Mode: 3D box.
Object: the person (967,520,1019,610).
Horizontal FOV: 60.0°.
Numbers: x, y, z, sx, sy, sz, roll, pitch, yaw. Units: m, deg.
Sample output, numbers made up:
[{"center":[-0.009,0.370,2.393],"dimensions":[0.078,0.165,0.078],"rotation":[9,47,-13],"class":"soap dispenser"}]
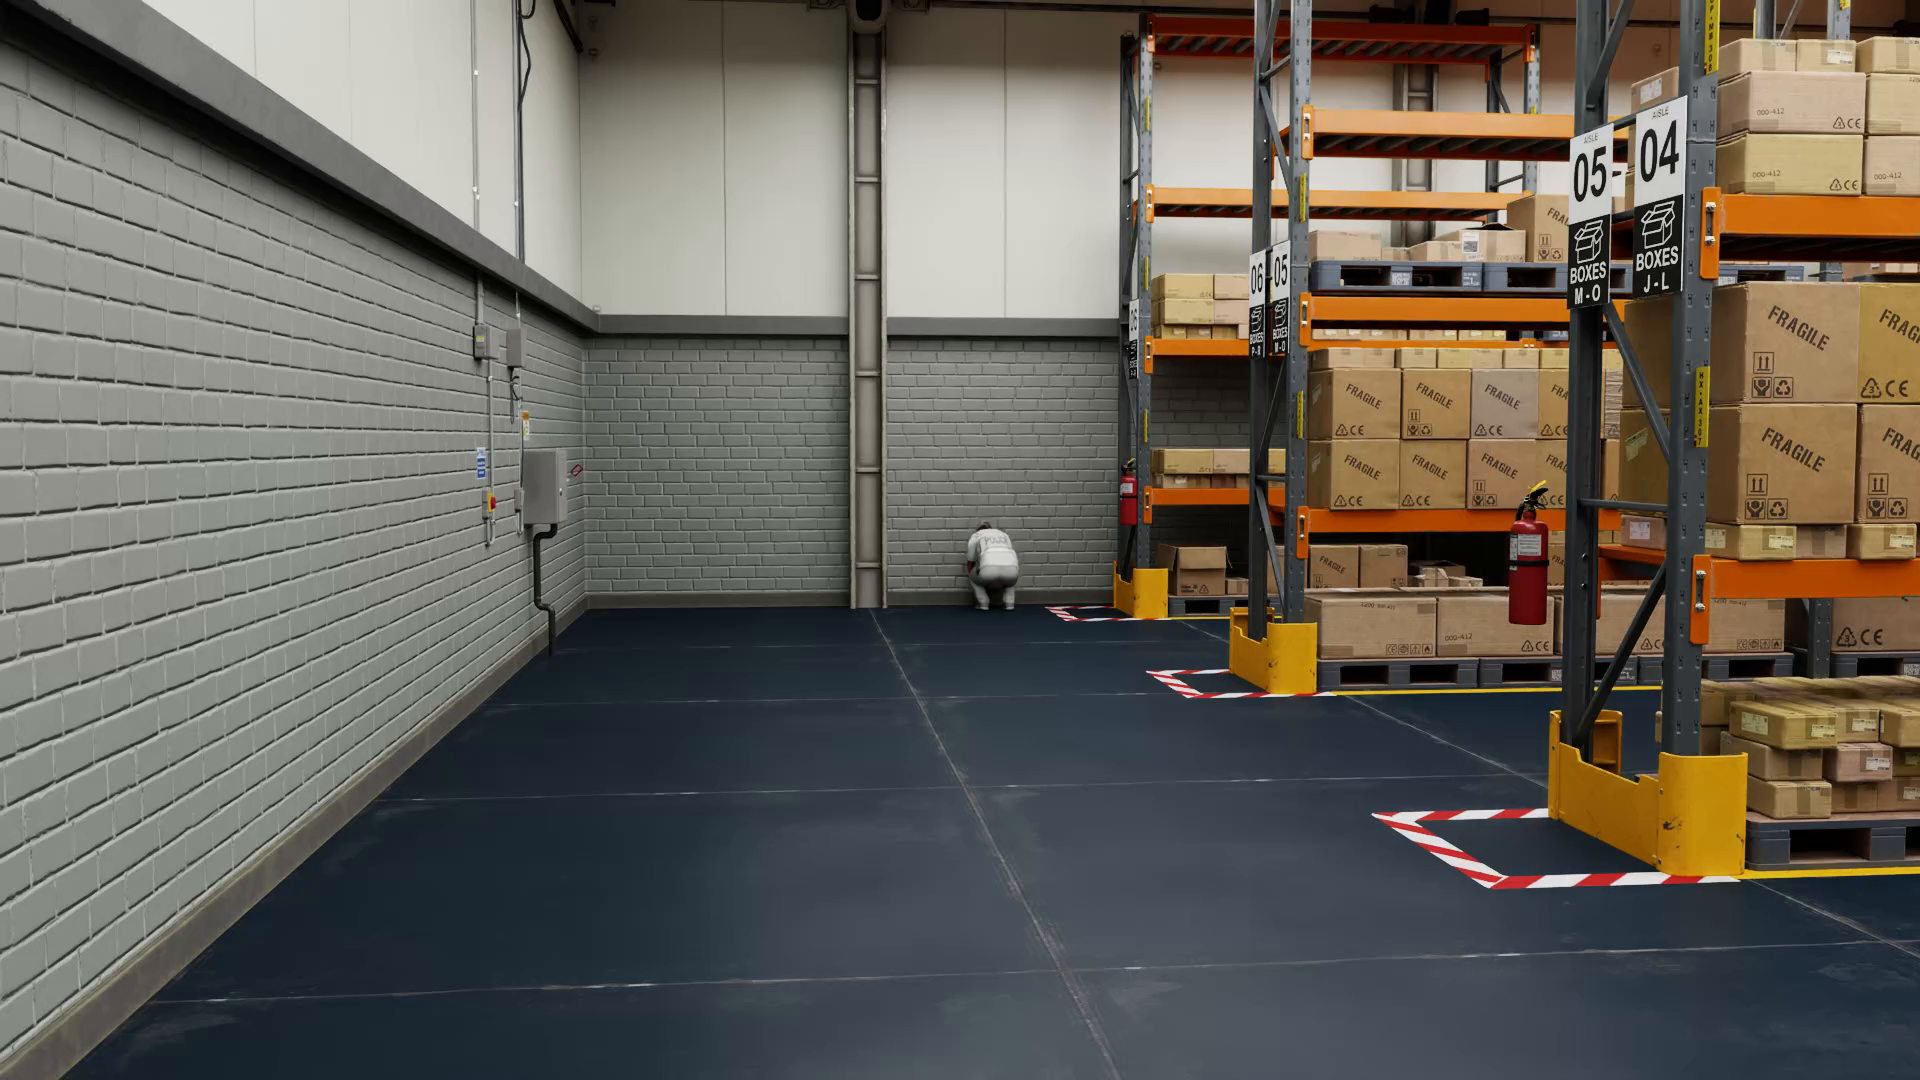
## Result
[{"center":[0.350,0.272,17.649],"dimensions":[0.525,0.935,0.857],"rotation":[0,4,-6],"class":"person"}]
